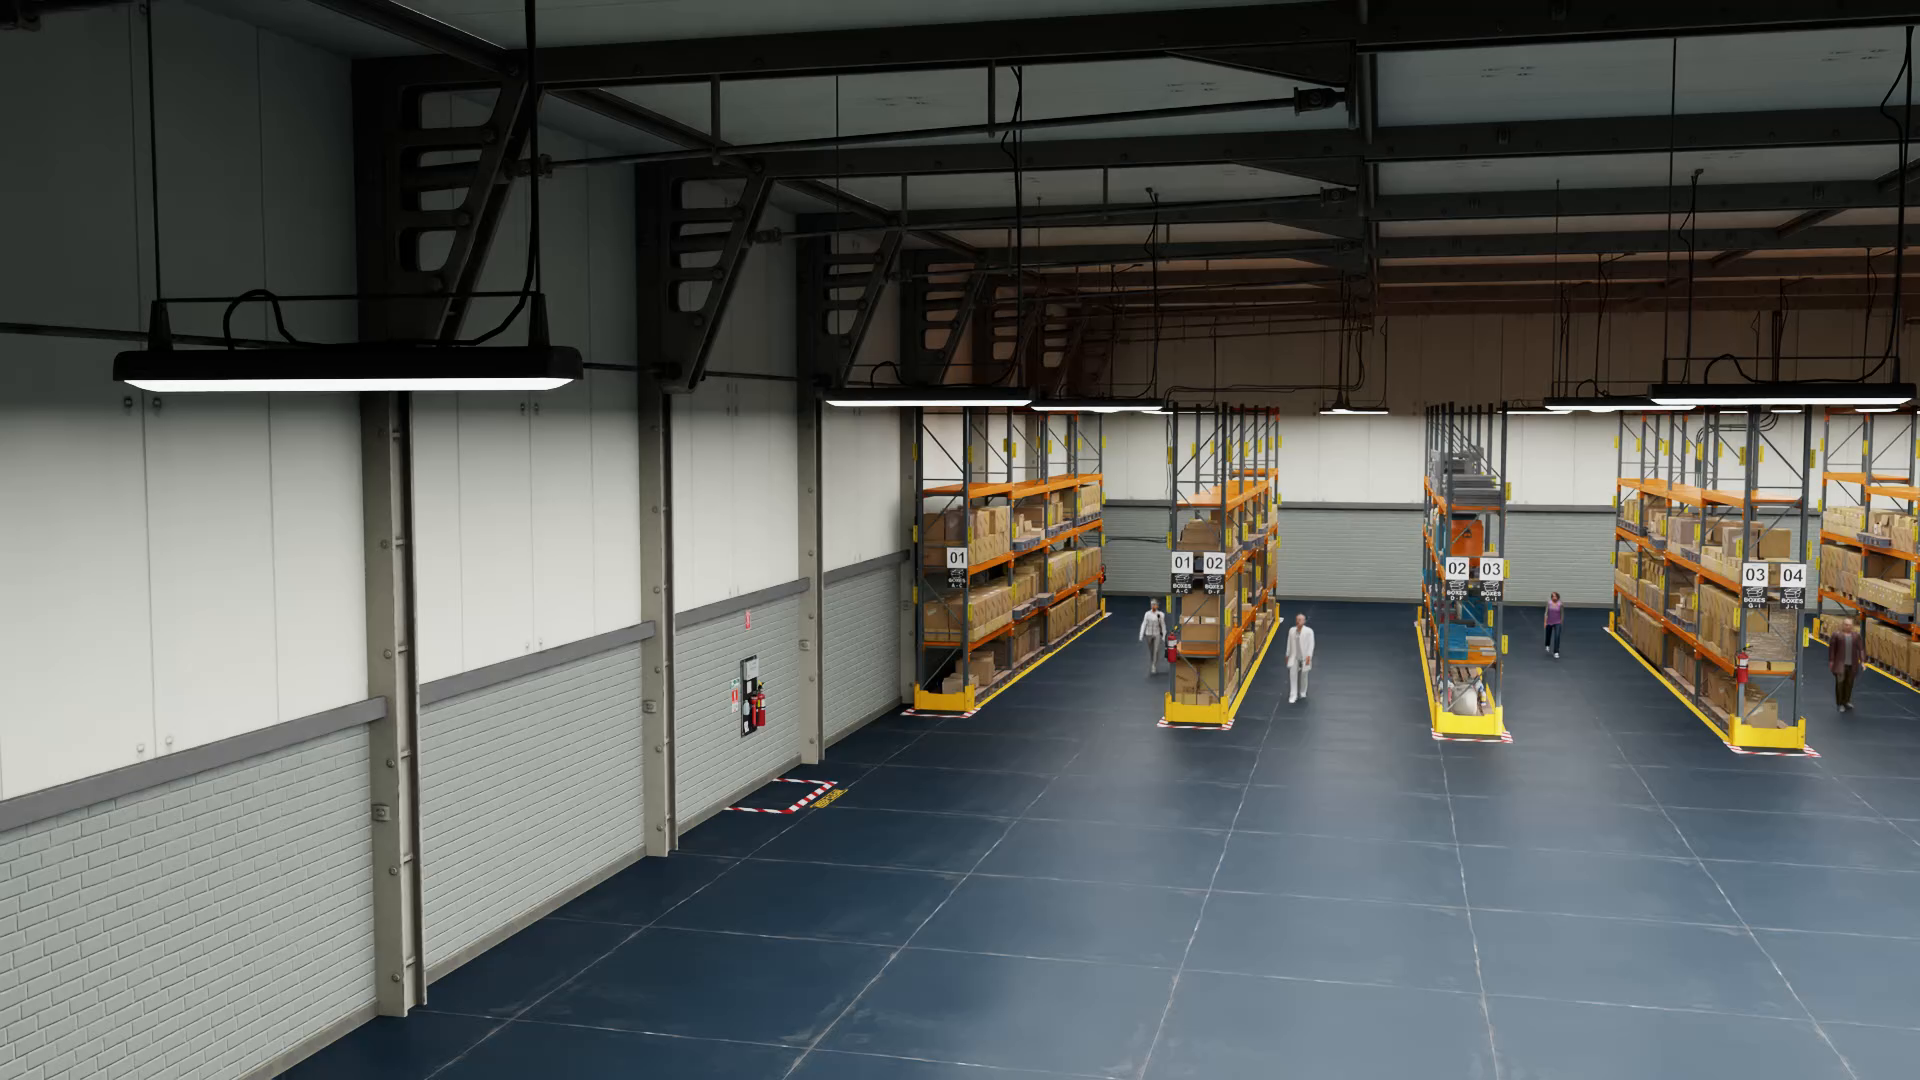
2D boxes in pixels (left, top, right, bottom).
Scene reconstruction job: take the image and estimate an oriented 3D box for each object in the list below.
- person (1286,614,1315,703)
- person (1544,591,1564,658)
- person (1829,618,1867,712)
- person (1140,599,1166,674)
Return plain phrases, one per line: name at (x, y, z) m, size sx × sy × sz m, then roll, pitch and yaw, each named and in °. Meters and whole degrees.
person at (6.837, 2.361, 33.465) m, size 0.589 × 1.717 × 1.102 m, roll 1°, pitch 4°, yaw 16°
person at (14.187, 1.991, 39.742) m, size 0.457 × 1.550 × 0.899 m, roll 1°, pitch 4°, yaw 14°
person at (17.370, 2.458, 32.549) m, size 0.627 × 1.854 × 0.588 m, roll 1°, pitch 4°, yaw 14°
person at (4.315, 2.126, 37.233) m, size 0.541 × 1.631 × 0.971 m, roll 1°, pitch 4°, yaw 19°
